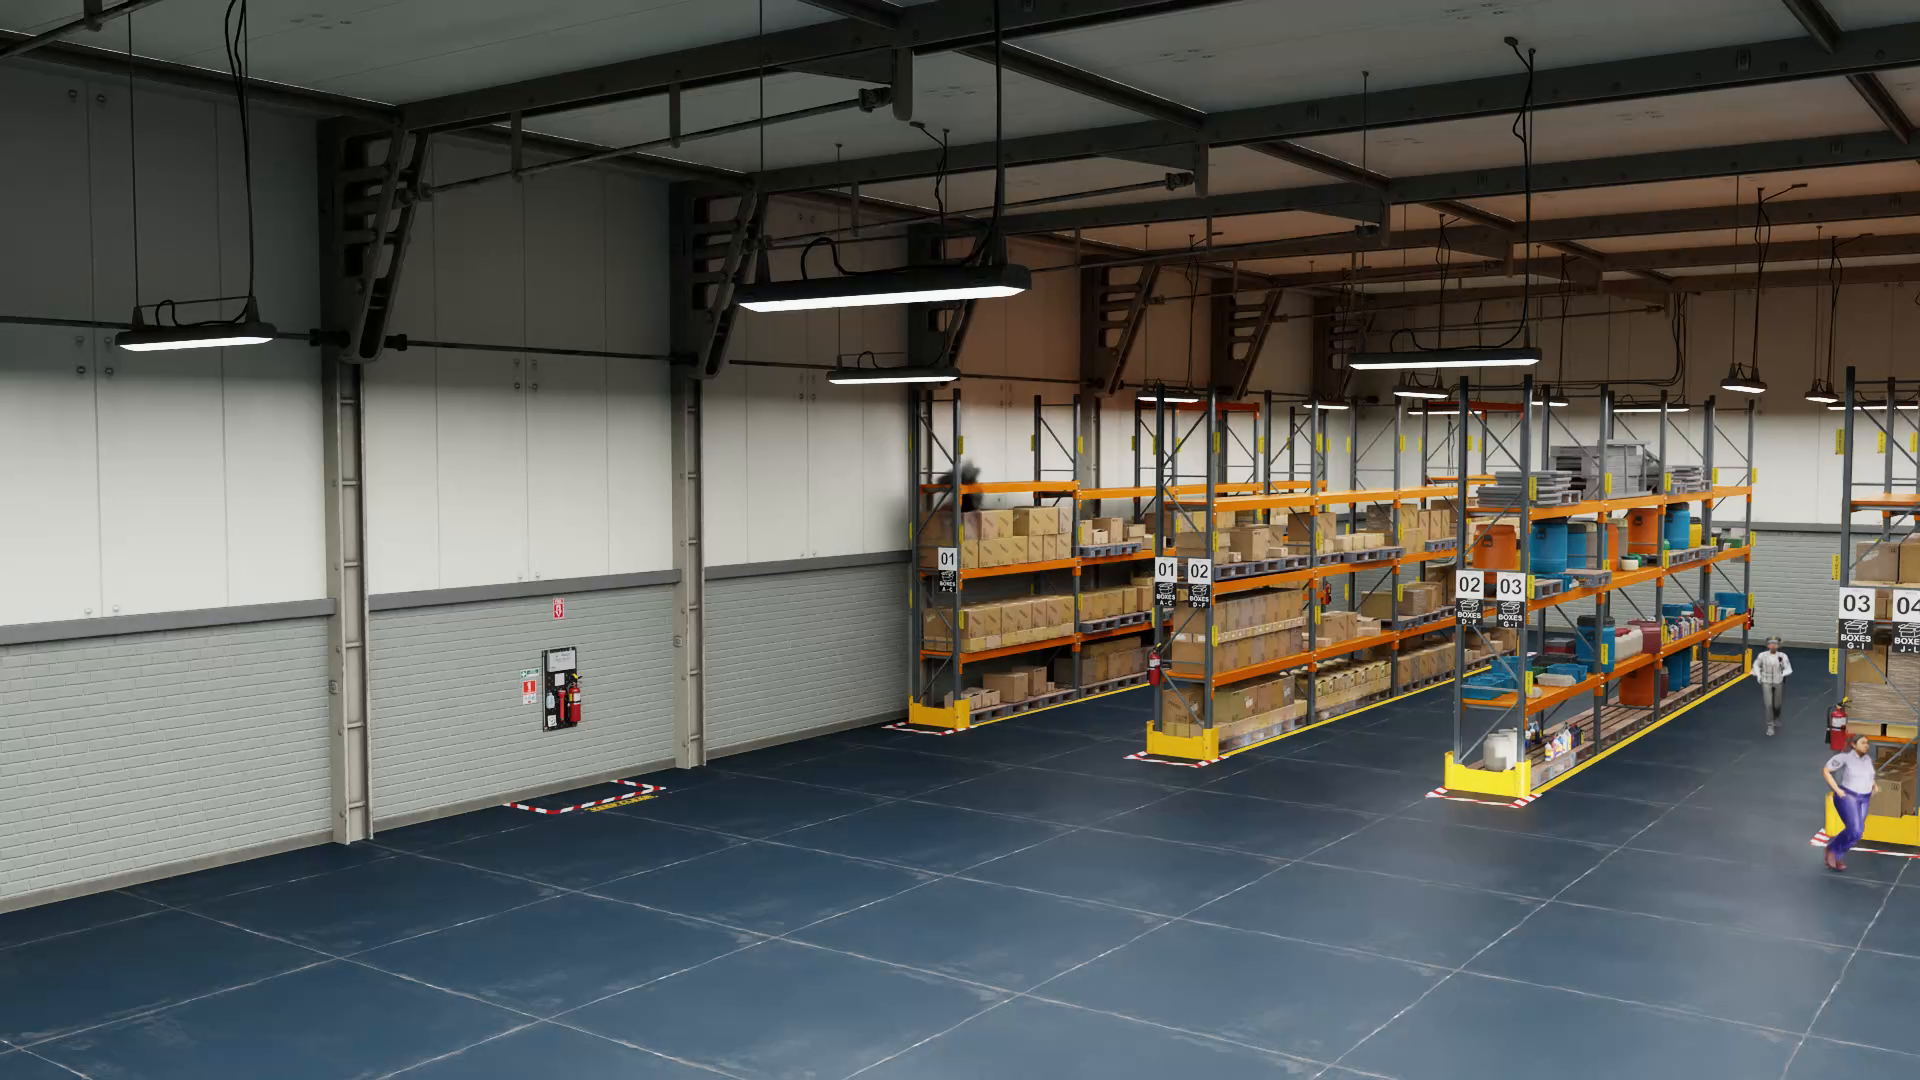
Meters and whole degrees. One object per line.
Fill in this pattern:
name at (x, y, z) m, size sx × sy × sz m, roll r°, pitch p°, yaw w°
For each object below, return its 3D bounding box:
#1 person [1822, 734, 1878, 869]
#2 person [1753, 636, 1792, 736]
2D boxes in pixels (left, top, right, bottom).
person at (10.551, 3.083, 19.602) m, size 0.598 × 1.598 × 0.515 m, roll -1°, pitch 3°, yaw -18°
person at (14.149, 2.511, 28.973) m, size 0.620 × 1.700 × 0.764 m, roll 2°, pitch 4°, yaw 26°
